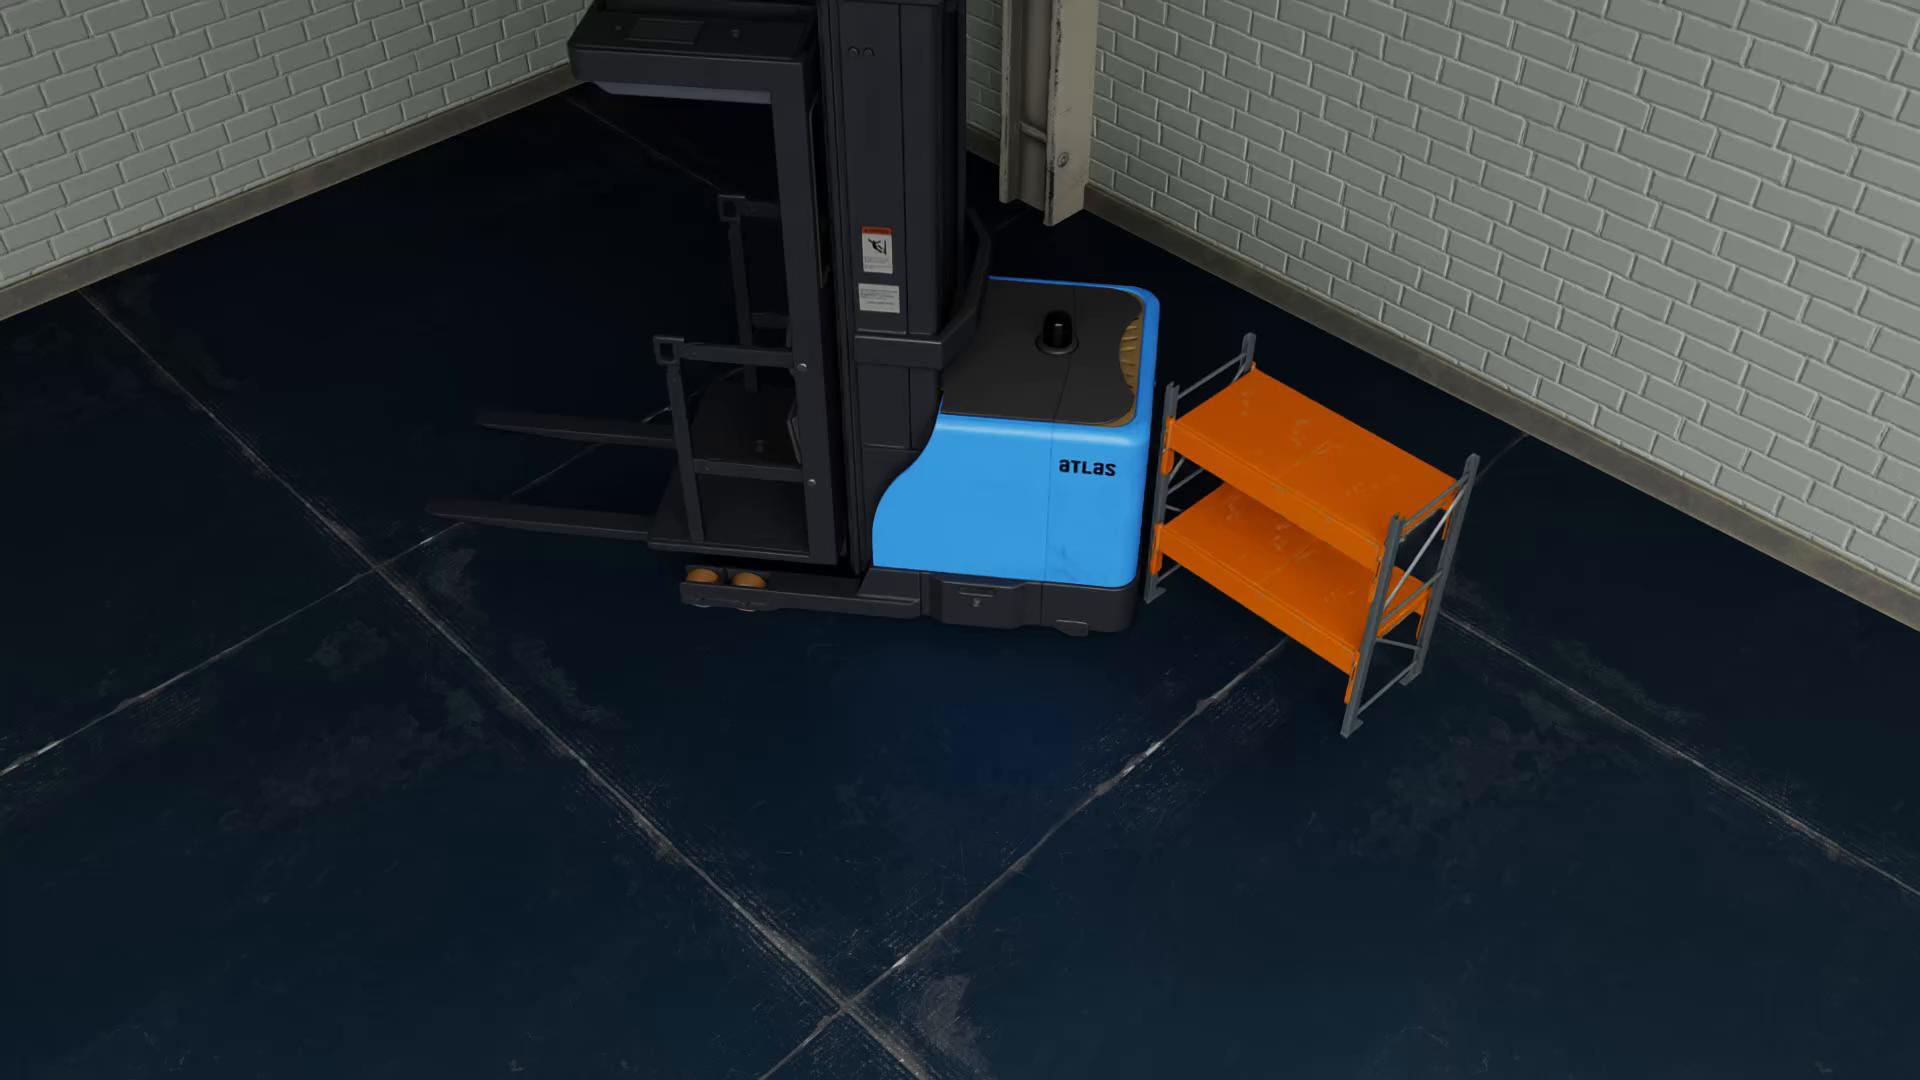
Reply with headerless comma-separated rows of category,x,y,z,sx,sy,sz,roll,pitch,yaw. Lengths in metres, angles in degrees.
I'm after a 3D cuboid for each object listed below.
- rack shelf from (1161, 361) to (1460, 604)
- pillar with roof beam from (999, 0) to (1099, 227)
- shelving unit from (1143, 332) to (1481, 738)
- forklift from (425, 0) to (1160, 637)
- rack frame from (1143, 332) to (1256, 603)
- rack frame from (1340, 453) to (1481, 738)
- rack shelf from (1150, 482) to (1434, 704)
rack shelf,1.311,-0.238,6.248,0.538,0.278,1.000,-33,52,-30
pillar with roof beam,-2.586,-3.124,4.000,9.100,9.000,0.400,-34,53,-31
shelving unit,1.311,-0.023,6.446,0.538,1.125,1.048,-33,52,-30
forklift,-0.730,-1.128,6.311,3.031,2.935,1.130,5,43,6
rack frame,0.960,-0.273,6.716,0.500,1.125,0.032,-33,52,-30
rack frame,1.662,0.226,6.176,0.500,1.125,0.032,-33,52,-30
rack shelf,1.311,0.156,6.612,0.538,0.278,1.000,-33,52,-30
